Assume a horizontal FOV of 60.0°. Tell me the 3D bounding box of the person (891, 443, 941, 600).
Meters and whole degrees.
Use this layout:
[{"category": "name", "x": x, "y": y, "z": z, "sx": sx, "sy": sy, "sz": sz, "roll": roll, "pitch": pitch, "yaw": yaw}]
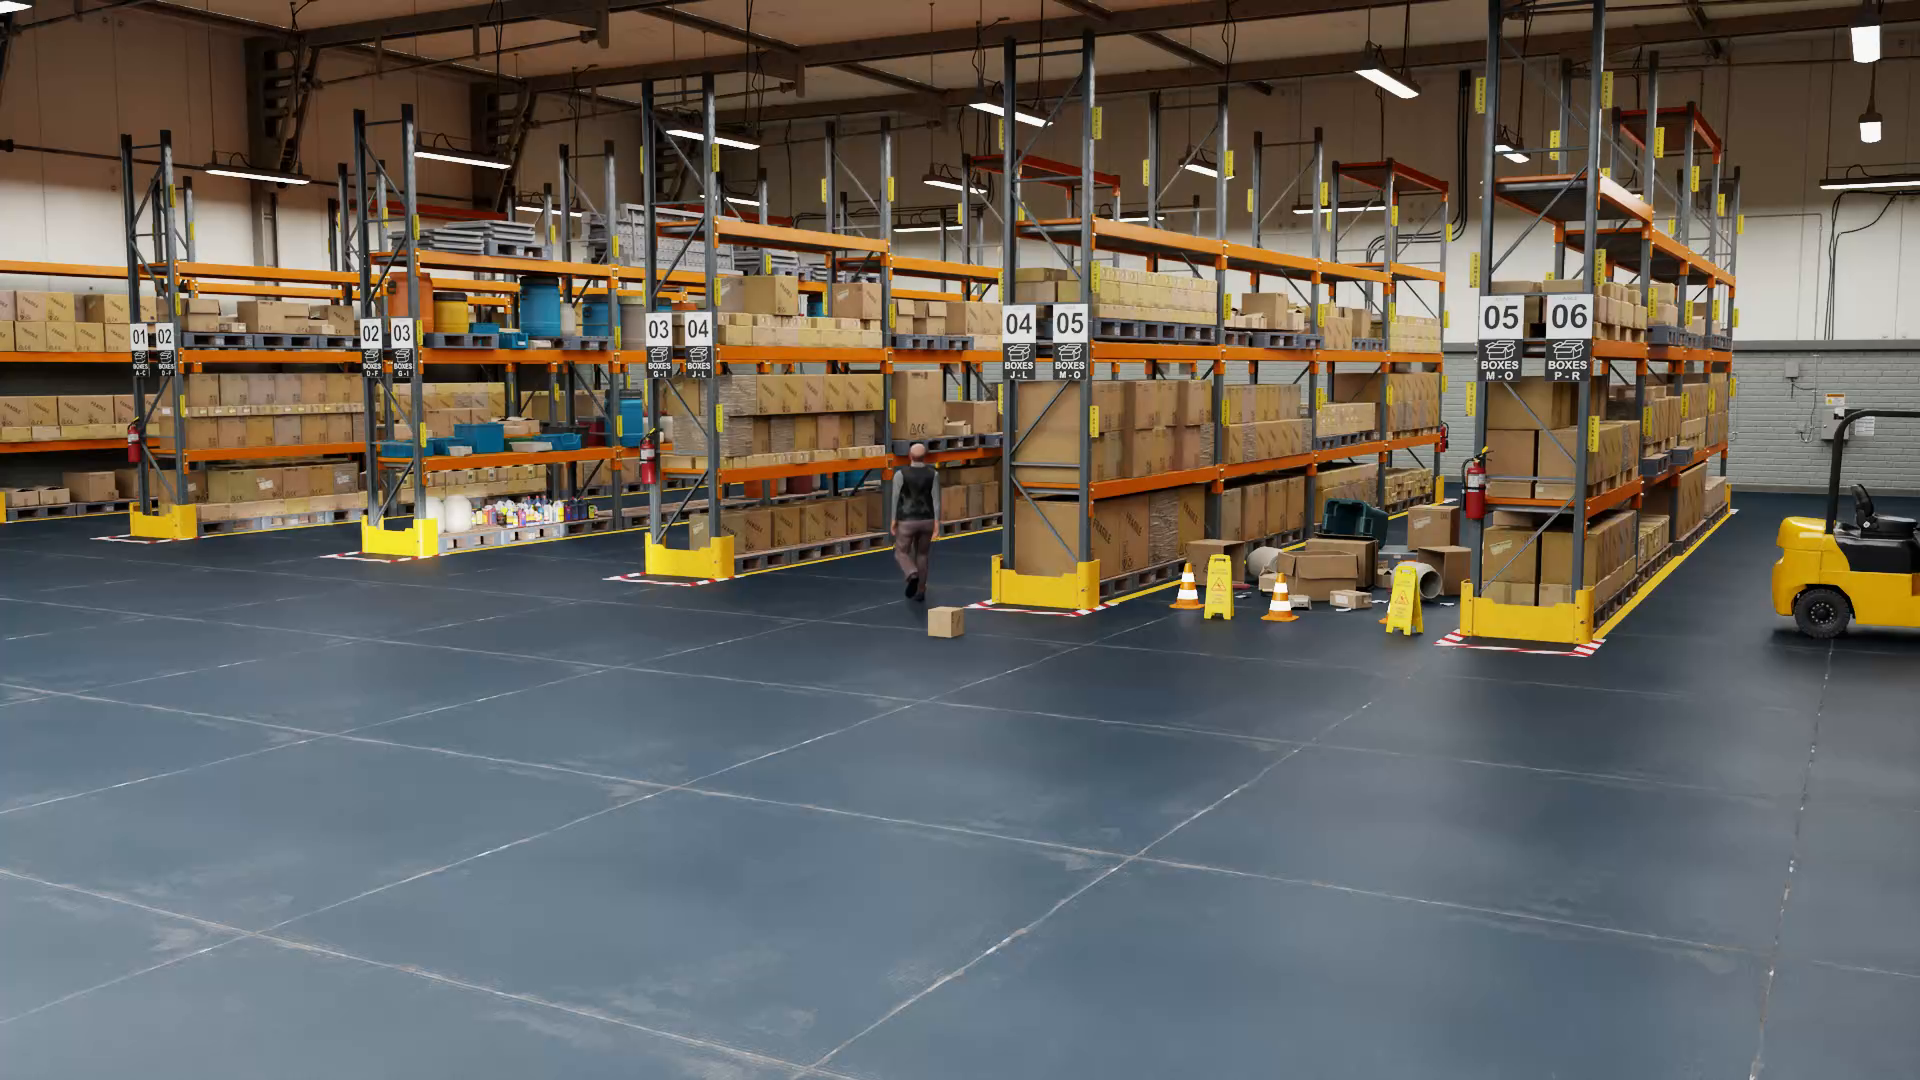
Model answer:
[{"category": "person", "x": -0.468, "y": -0.189, "z": 17.883, "sx": 0.534, "sy": 1.702, "sz": 0.678, "roll": -2, "pitch": 6, "yaw": -17}]
